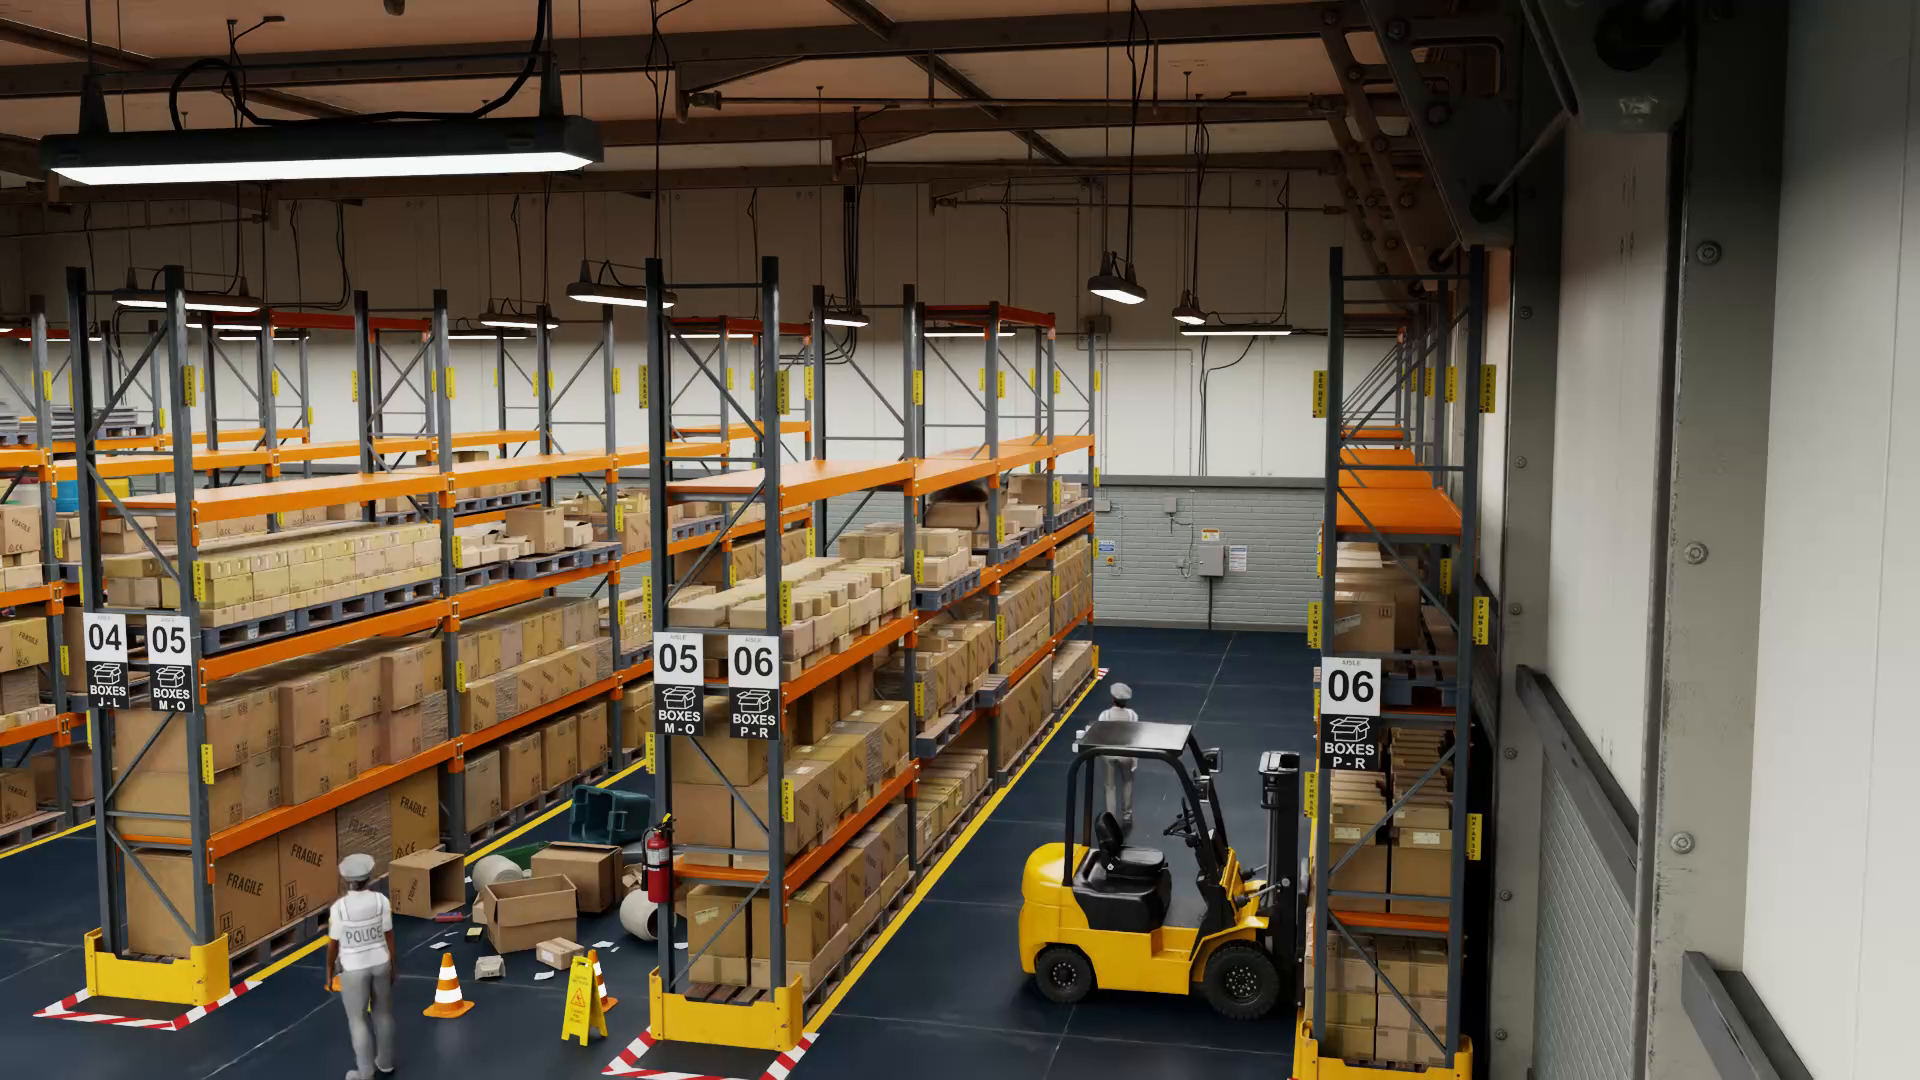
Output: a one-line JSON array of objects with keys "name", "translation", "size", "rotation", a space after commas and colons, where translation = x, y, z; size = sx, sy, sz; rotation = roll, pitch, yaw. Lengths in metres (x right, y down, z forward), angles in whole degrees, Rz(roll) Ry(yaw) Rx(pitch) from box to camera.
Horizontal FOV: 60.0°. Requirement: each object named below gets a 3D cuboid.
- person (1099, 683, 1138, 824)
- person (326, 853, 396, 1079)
[{"name": "person", "translation": [1.774, 2.435, 18.709], "size": [0.536, 1.714, 0.724], "rotation": [1, 6, 8]}, {"name": "person", "translation": [-4.355, 3.111, 12.111], "size": [0.431, 1.693, 0.522], "rotation": [4, 7, 38]}]
